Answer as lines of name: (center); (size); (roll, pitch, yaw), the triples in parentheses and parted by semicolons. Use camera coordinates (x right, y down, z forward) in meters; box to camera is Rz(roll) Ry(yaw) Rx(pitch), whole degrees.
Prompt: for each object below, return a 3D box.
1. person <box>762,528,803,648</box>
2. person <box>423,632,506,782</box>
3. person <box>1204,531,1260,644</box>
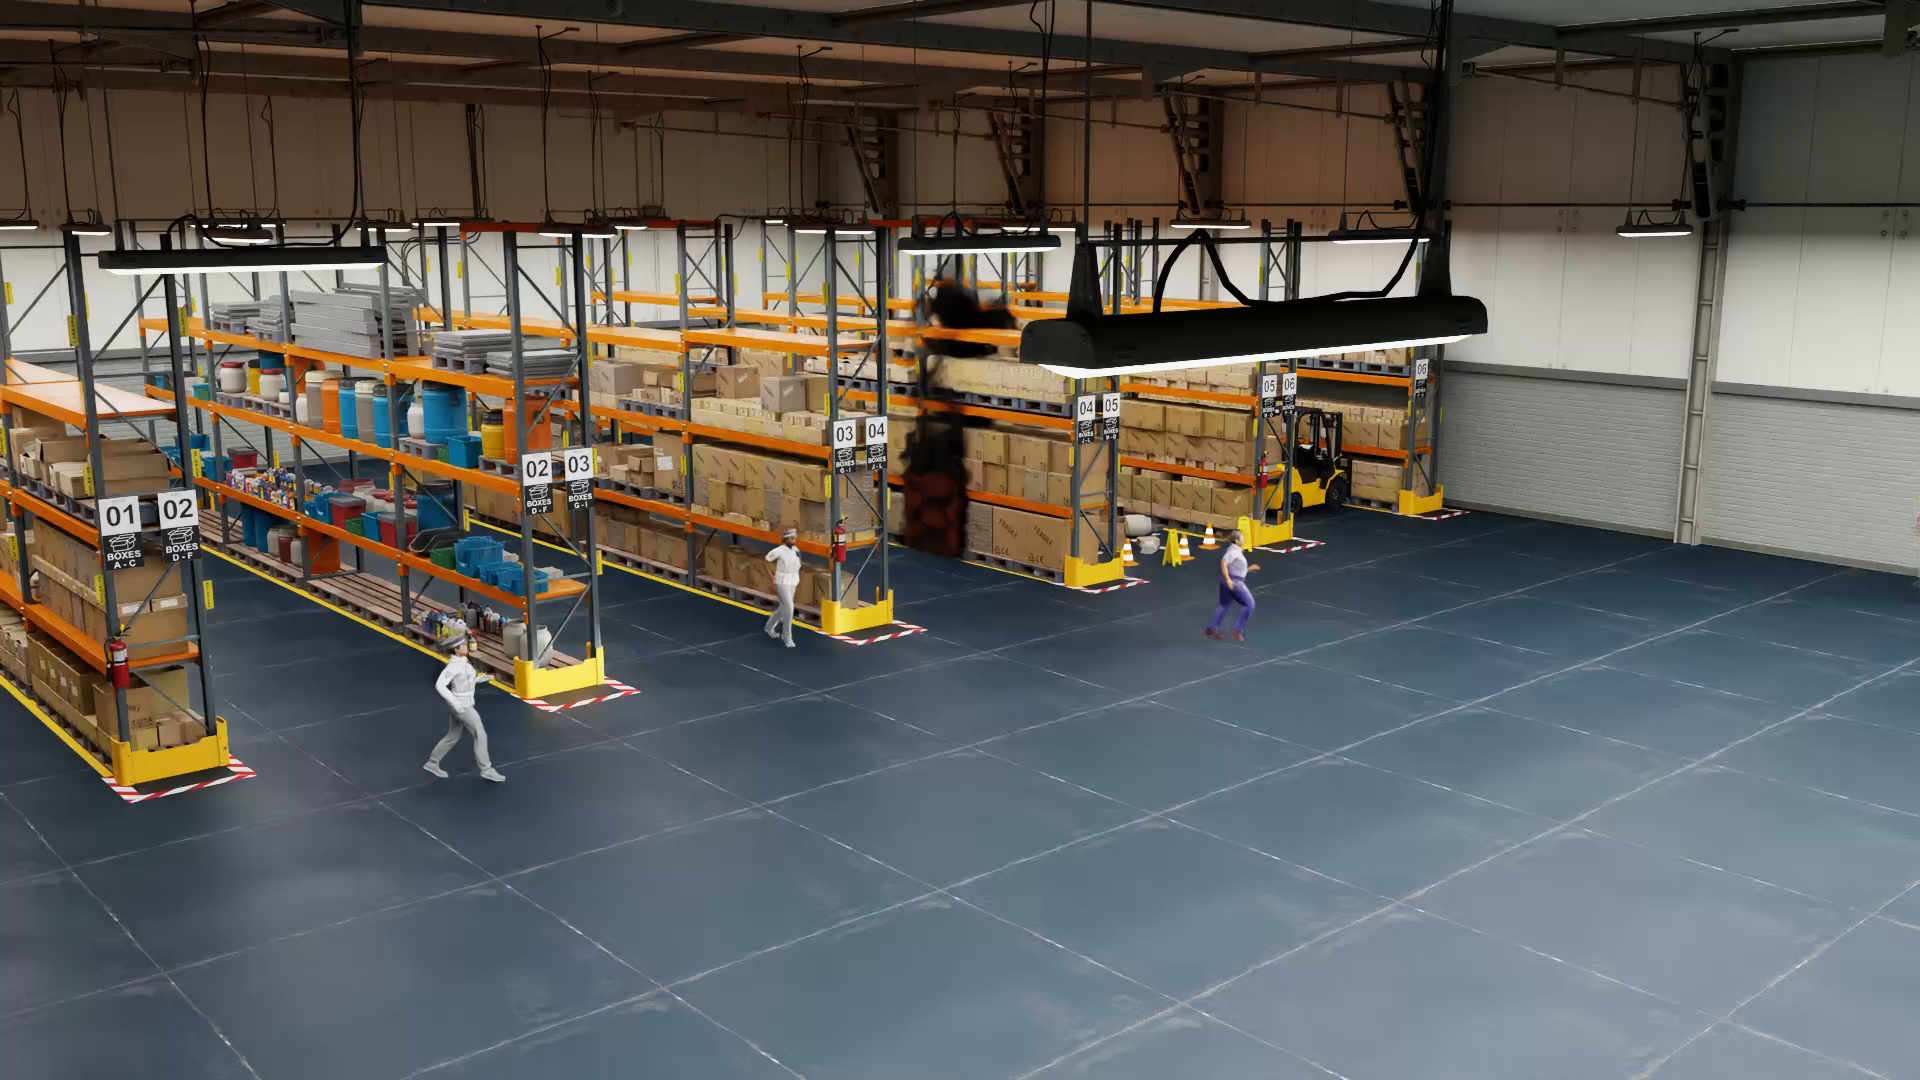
person: (-2.558, 0.674, 24.387); (0.772, 1.726, 0.571); (9, 15, 38)
person: (-5.495, 1.856, 18.323); (0.854, 1.723, 0.582); (-4, 12, -18)
person: (4.000, 0.693, 24.335); (0.797, 1.687, 0.571); (-1, 11, -6)
